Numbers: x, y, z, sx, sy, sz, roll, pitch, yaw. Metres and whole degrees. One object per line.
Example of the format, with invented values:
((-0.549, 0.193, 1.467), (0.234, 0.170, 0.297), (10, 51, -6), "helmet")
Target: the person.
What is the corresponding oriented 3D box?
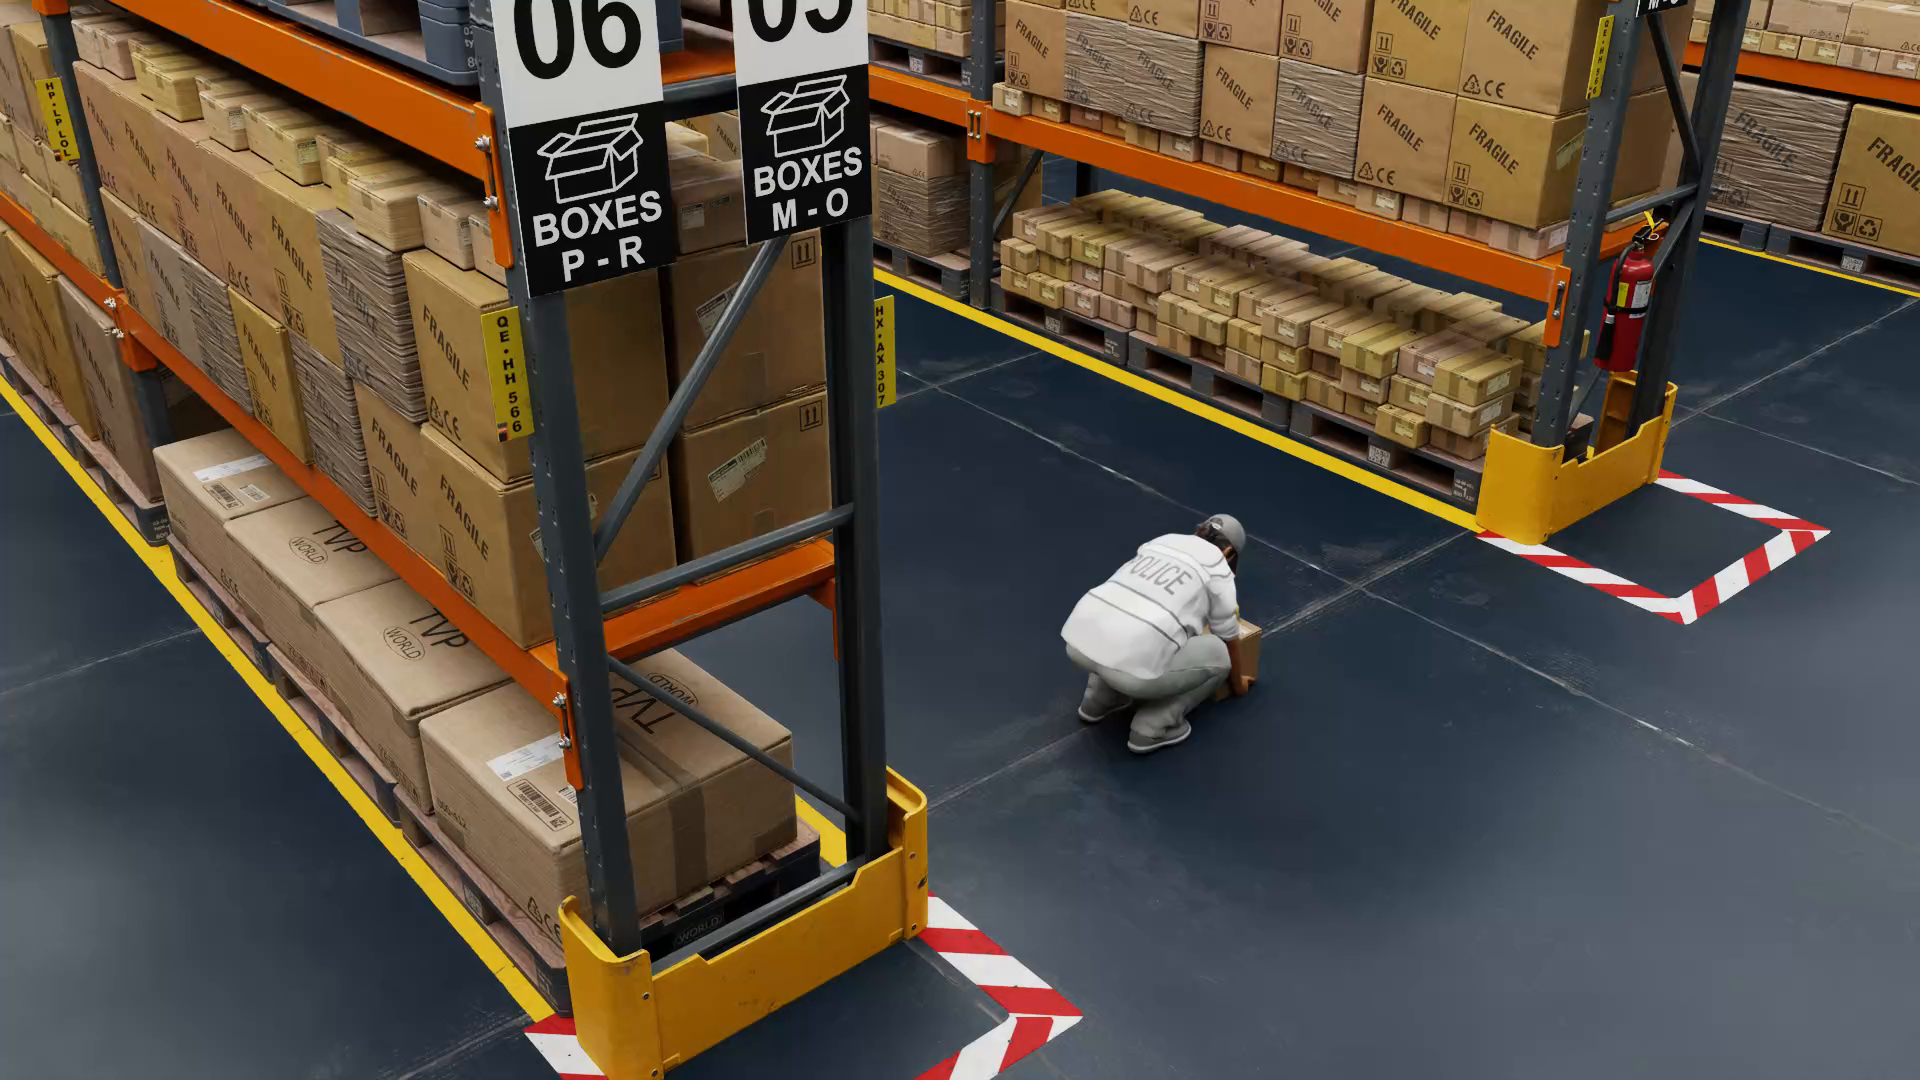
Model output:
((0.794, 0.376, 6.463), (0.910, 0.795, 0.522), (-23, 36, -36), "person")
